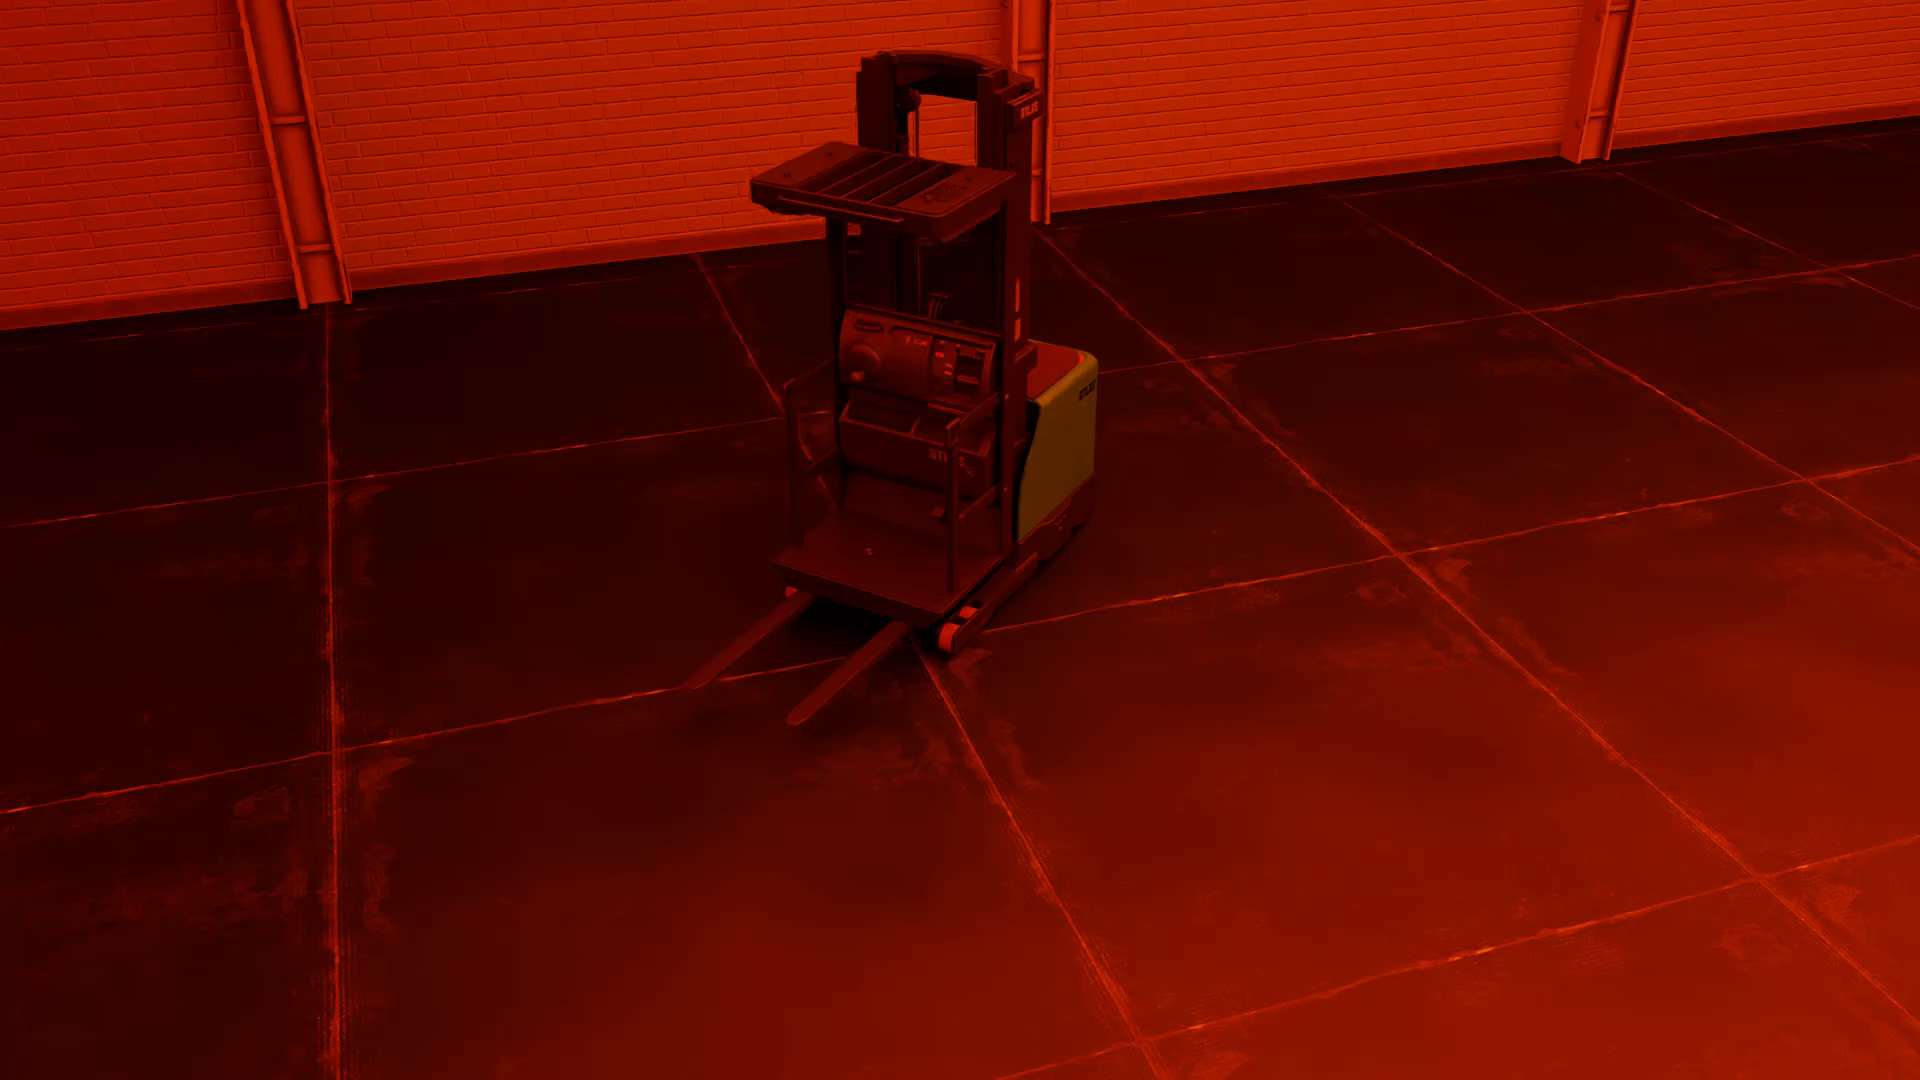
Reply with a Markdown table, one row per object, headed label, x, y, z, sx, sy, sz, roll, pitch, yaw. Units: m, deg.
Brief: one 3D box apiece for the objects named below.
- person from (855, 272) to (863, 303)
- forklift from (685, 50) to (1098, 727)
| label | x | y | z | sx | sy | sz | roll | pitch | yaw |
| --- | --- | --- | --- | --- | --- | --- | --- | --- | --- |
| person | -0.514 | -1.193 | 10.490 | 0.385 | 1.628 | 0.791 | -9 | 31 | -15 |
| forklift | -0.337 | -0.918 | 8.682 | 1.130 | 2.935 | 3.031 | 16 | 34 | 25 |
